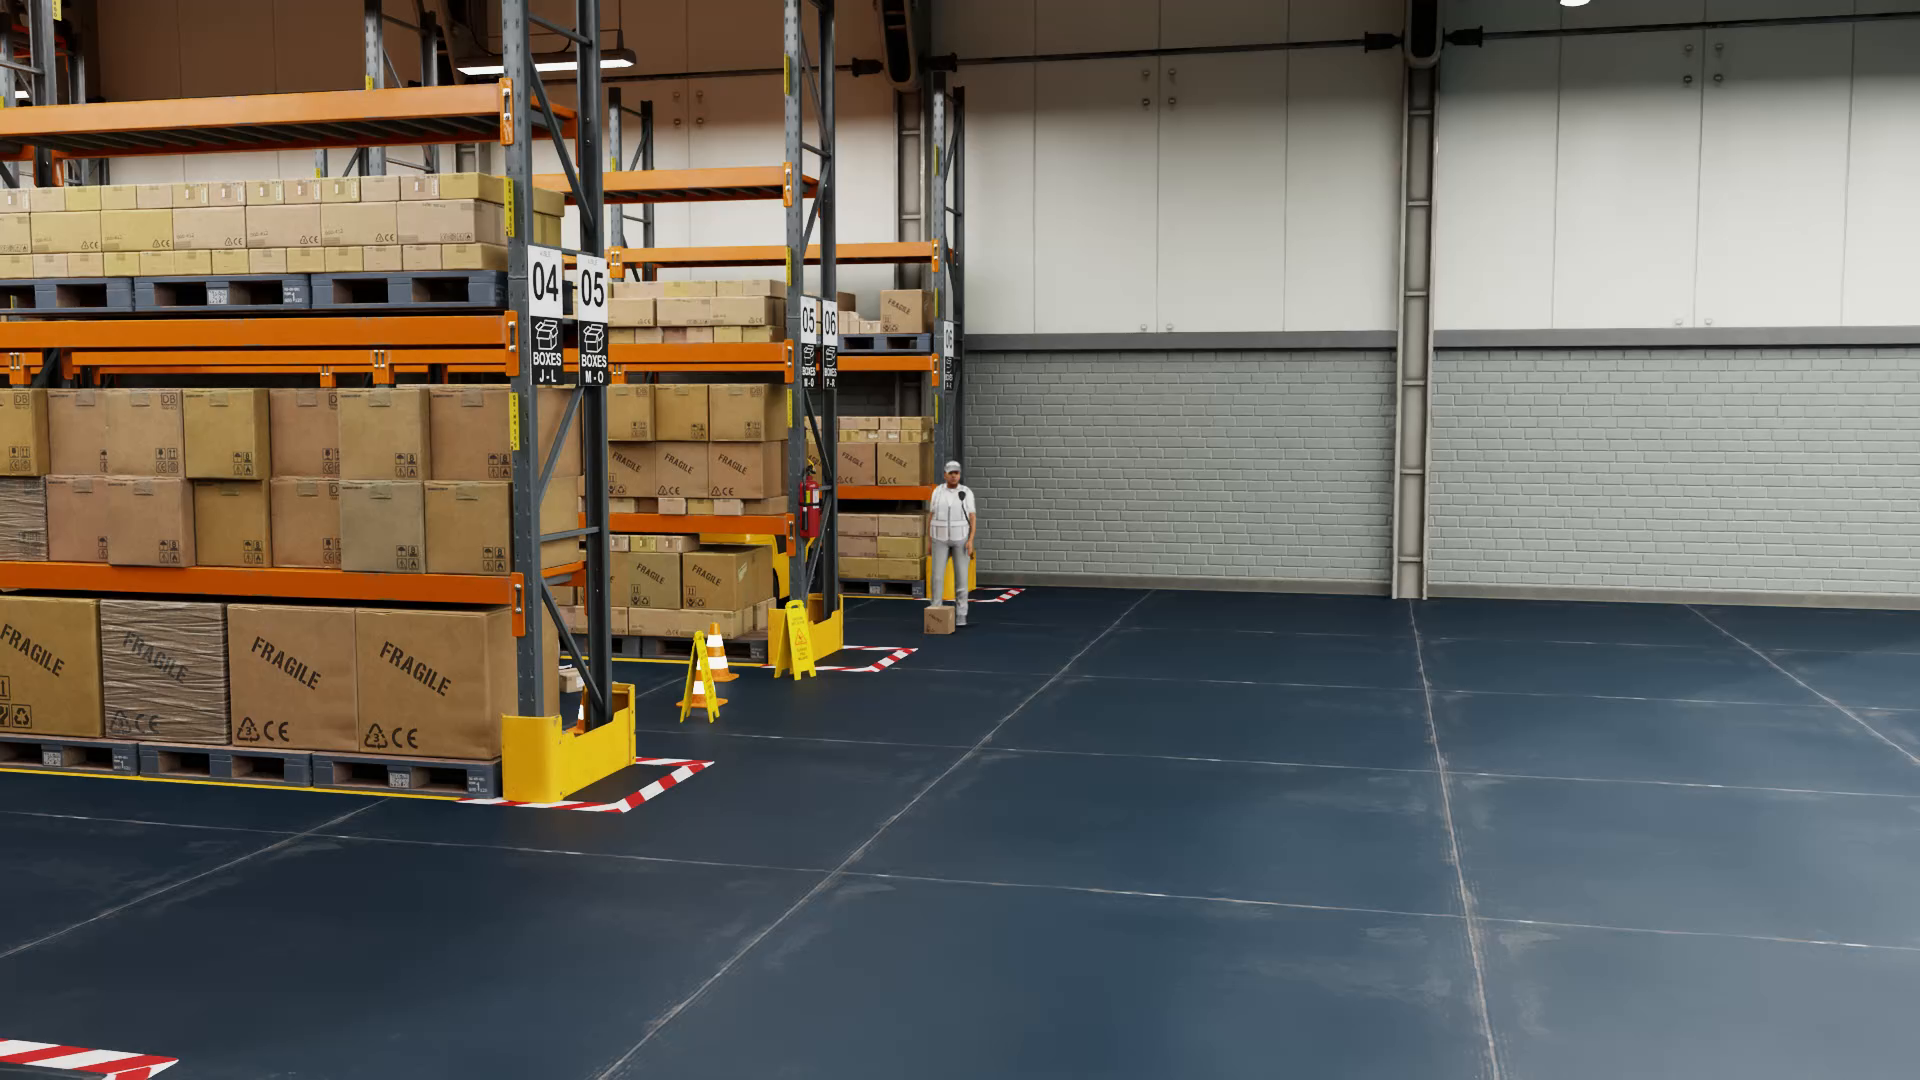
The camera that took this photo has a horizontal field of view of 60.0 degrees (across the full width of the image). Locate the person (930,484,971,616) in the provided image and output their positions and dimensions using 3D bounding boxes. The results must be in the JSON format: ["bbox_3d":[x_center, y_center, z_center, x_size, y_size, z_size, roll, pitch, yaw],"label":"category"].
[{"bbox_3d":[-0.095,0.108,16.949,0.433,1.364,0.379,1,5,7],"label":"person"}]
